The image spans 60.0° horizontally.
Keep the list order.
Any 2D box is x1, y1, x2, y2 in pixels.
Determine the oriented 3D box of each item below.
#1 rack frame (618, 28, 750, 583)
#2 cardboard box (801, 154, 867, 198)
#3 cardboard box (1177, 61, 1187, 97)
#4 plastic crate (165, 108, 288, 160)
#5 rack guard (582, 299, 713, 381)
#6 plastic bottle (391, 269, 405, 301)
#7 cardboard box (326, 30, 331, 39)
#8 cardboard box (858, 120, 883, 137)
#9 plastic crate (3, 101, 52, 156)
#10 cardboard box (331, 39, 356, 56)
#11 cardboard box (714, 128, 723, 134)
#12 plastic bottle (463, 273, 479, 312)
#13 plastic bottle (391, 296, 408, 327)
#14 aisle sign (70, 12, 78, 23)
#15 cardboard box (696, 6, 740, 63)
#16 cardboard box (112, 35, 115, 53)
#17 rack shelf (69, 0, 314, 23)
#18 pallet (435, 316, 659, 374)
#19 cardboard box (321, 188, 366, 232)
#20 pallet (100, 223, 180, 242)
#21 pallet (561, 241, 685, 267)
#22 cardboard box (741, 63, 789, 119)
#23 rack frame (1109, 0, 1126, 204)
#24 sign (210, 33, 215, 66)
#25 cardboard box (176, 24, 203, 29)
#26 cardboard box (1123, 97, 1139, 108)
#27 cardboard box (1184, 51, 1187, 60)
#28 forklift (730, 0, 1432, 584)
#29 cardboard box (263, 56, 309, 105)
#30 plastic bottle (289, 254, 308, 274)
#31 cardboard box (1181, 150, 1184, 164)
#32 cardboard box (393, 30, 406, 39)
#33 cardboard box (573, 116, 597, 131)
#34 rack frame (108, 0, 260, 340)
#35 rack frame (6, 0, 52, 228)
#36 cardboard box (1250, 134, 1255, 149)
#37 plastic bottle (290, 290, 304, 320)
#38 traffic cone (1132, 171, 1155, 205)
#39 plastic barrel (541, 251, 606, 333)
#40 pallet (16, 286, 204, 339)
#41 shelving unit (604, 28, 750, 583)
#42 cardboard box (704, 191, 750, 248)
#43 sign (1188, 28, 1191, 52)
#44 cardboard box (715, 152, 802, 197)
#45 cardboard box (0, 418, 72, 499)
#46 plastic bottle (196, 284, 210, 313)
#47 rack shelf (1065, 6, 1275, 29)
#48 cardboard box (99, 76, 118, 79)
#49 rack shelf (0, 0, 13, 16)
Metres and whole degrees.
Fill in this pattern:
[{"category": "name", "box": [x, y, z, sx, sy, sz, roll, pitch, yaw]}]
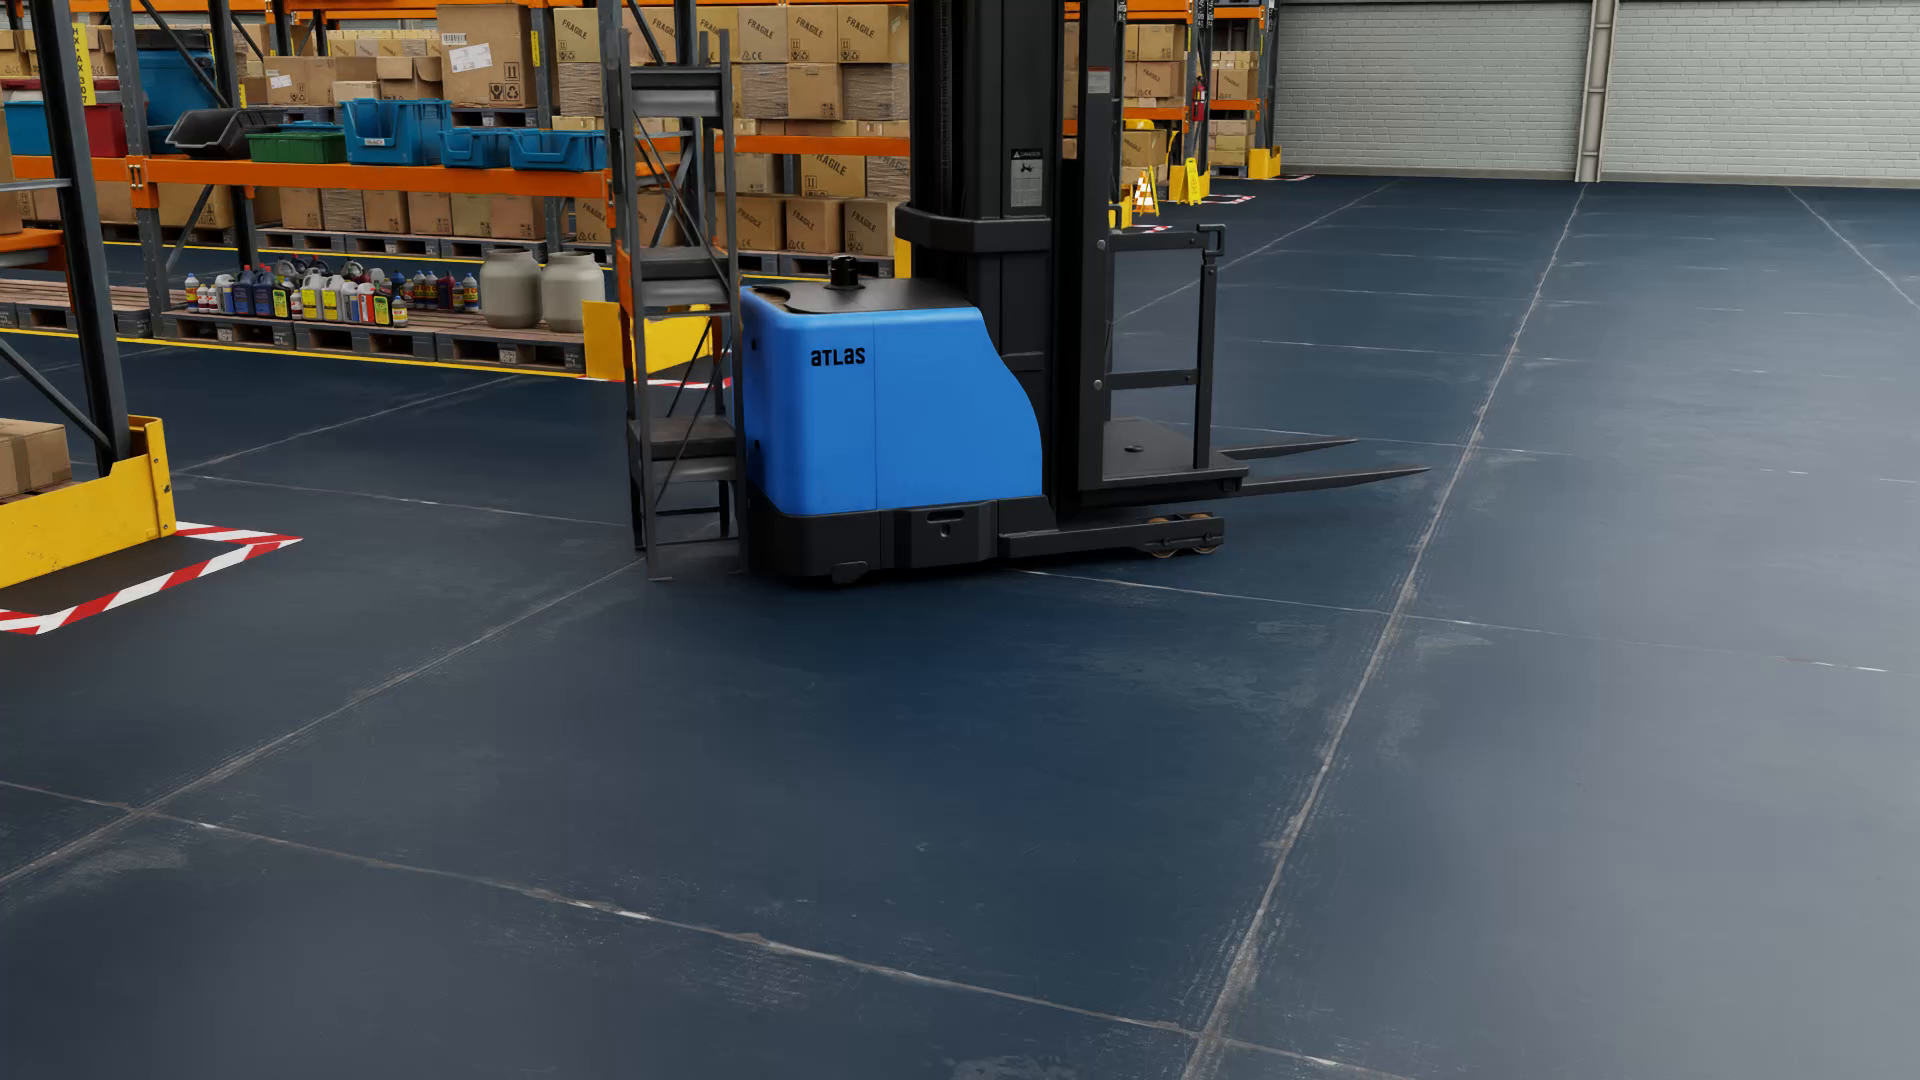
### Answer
[{"category": "rack frame", "box": [-1.042, -0.858, 6.359, 0.400, 2.100, 0.015, -5, 17, -16]}, {"category": "cardboard box", "box": [-1.423, -4.704, 21.055, 0.875, 0.875, 0.875, 7, 17, 21]}, {"category": "cardboard box", "box": [3.122, -6.802, 24.509, 0.500, 0.500, 0.500, 6, 17, 20]}, {"category": "plastic crate", "box": [-5.273, -2.928, 11.992, 0.504, 0.338, 0.767, 6, 17, 21]}, {"category": "rack guard", "box": [-2.081, -1.431, 11.205, 0.348, 0.500, 1.175, 6, 17, 21]}, {"category": "plastic bottle", "box": [-4.165, -1.869, 12.335, 0.097, 0.271, 0.097, 0, 16, 0]}, {"category": "cardboard box", "box": [-10.925, -8.850, 29.143, 0.250, 0.149, 0.380, 7, 17, 22]}, {"category": "cardboard box", "box": [-0.748, -3.801, 15.336, 0.250, 0.149, 0.380, 6, 17, 21]}, {"category": "plastic crate", "box": [-6.854, -3.069, 12.394, 0.575, 0.384, 0.392, 6, 17, 21]}, {"category": "cardboard box", "box": [-10.598, -8.481, 29.035, 0.500, 0.500, 0.500, 6, 17, 19]}, {"category": "cardboard box", "box": [-2.157, -3.945, 15.832, 0.250, 0.149, 0.380, 6, 17, 21]}, {"category": "plastic bottle", "box": [-3.565, -1.803, 12.108, 0.097, 0.271, 0.097, 0, 16, 0]}, {"category": "plastic bottle", "box": [-3.862, -1.577, 11.456, 0.097, 0.201, 0.097, 0, 16, 0]}, {"category": "aisle sign", "box": [-13.323, -8.011, 24.725, 0.004, 0.787, 0.394, 6, 17, 21]}, {"category": "cardboard box", "box": [-2.171, -4.738, 15.608, 0.500, 0.500, 0.500, 6, 17, 21]}, {"category": "cardboard box", "box": [-8.897, -5.415, 18.466, 0.637, 0.503, 0.797, 7, 17, 22]}, {"category": "rack shelf", "box": [-11.285, -7.723, 24.307, 4.000, 0.370, 1.077, 6, 17, 21]}, {"category": "pallet", "box": [-2.834, -1.376, 11.536, 1.213, 0.211, 1.003, 6, 17, 21]}, {"category": "cardboard box", "box": [-6.466, -3.632, 18.000, 0.500, 0.500, 0.700, 5, 17, 16]}, {"category": "pallet", "box": [-9.454, -3.625, 19.281, 1.213, 0.211, 1.003, 6, 17, 21]}, {"category": "pallet", "box": [-3.259, -2.931, 16.890, 1.213, 0.211, 1.003, 6, 17, 21]}, {"category": "cardboard box", "box": [-1.635, -4.257, 15.743, 0.500, 0.500, 0.875, 6, 17, 21]}, {"category": "rack frame", "box": [1.739, -5.196, 19.692, 0.127, 3.000, 1.000, 6, 17, 21]}, {"category": "sign", "box": [-7.818, -5.150, 17.457, 0.005, 0.325, 0.100, 6, 17, 21]}, {"category": "cardboard box", "box": [-10.915, -7.180, 24.020, 0.500, 0.500, 0.500, 7, 18, 22]}, {"category": "cardboard box", "box": [2.527, -6.381, 24.225, 0.250, 0.149, 0.380, 6, 17, 20]}, {"category": "cardboard box", "box": [3.887, -8.342, 28.652, 0.250, 0.149, 0.380, 7, 18, 22]}, {"category": "forklift", "box": [0.587, -1.465, 6.962, 3.031, 2.935, 1.130, -6, 17, -18]}, {"category": "cardboard box", "box": [-7.100, -4.943, 17.888, 0.500, 0.500, 0.500, 4, 17, 14]}, {"category": "plastic bottle", "box": [-5.009, -1.993, 12.620, 0.185, 0.351, 0.144, 6, 17, 19]}, {"category": "cardboard box", "box": [3.804, -6.732, 29.162, 0.500, 0.250, 0.500, 6, 17, 21]}, {"category": "cardboard box", "box": [-9.506, -8.675, 28.539, 0.250, 0.149, 0.380, 6, 17, 21]}, {"category": "cardboard box", "box": [-3.579, -4.080, 16.297, 0.250, 0.149, 0.380, 6, 17, 21]}, {"category": "rack frame", "box": [-5.714, -3.045, 12.281, 0.127, 3.000, 1.000, 6, 17, 21]}, {"category": "rack frame", "box": [-11.338, -5.148, 19.525, 0.127, 3.000, 1.000, 6, 17, 21]}, {"category": "cardboard box", "box": [4.917, -7.001, 29.192, 0.500, 0.250, 0.500, 7, 17, 22]}, {"category": "plastic bottle", "box": [-4.685, -1.668, 11.768, 0.097, 0.201, 0.097, 0, 16, 0]}, {"category": "traffic cone", "box": [2.588, -4.981, 23.502, 0.334, 0.463, 0.336, 6, 17, 21]}, {"category": "plastic barrel", "box": [-2.633, -1.690, 11.324, 0.421, 0.512, 0.421, 0, 16, 0]}, {"category": "pallet", "box": [-6.458, -1.776, 12.912, 1.213, 0.211, 1.003, 6, 17, 21]}, {"category": "shelving unit", "box": [-1.114, -0.923, 6.583, 0.431, 2.100, 0.503, -5, 17, -16]}, {"category": "cardboard box", "box": [-2.397, -3.179, 16.476, 0.500, 0.500, 0.500, 5, 17, 16]}, {"category": "sign", "box": [3.239, -7.056, 23.455, 0.005, 0.325, 0.100, 6, 17, 21]}, {"category": "cardboard box", "box": [-2.593, -4.767, 21.495, 0.750, 0.750, 1.050, 6, 17, 20]}, {"category": "cardboard box", "box": [-4.231, -0.345, 7.160, 0.500, 0.250, 0.500, 6, 17, 21]}, {"category": "plastic bottle", "box": [-5.484, -1.755, 12.070, 0.097, 0.201, 0.097, 0, 16, 0]}, {"category": "rack shelf", "box": [3.418, -9.078, 28.972, 4.000, 0.370, 1.077, 6, 17, 21]}, {"category": "cardboard box", "box": [-9.113, -4.877, 18.415, 0.500, 0.500, 0.500, 6, 17, 19]}, {"category": "rack shelf", "box": [-13.199, -6.447, 19.912, 4.000, 0.370, 1.077, 6, 17, 21]}]
